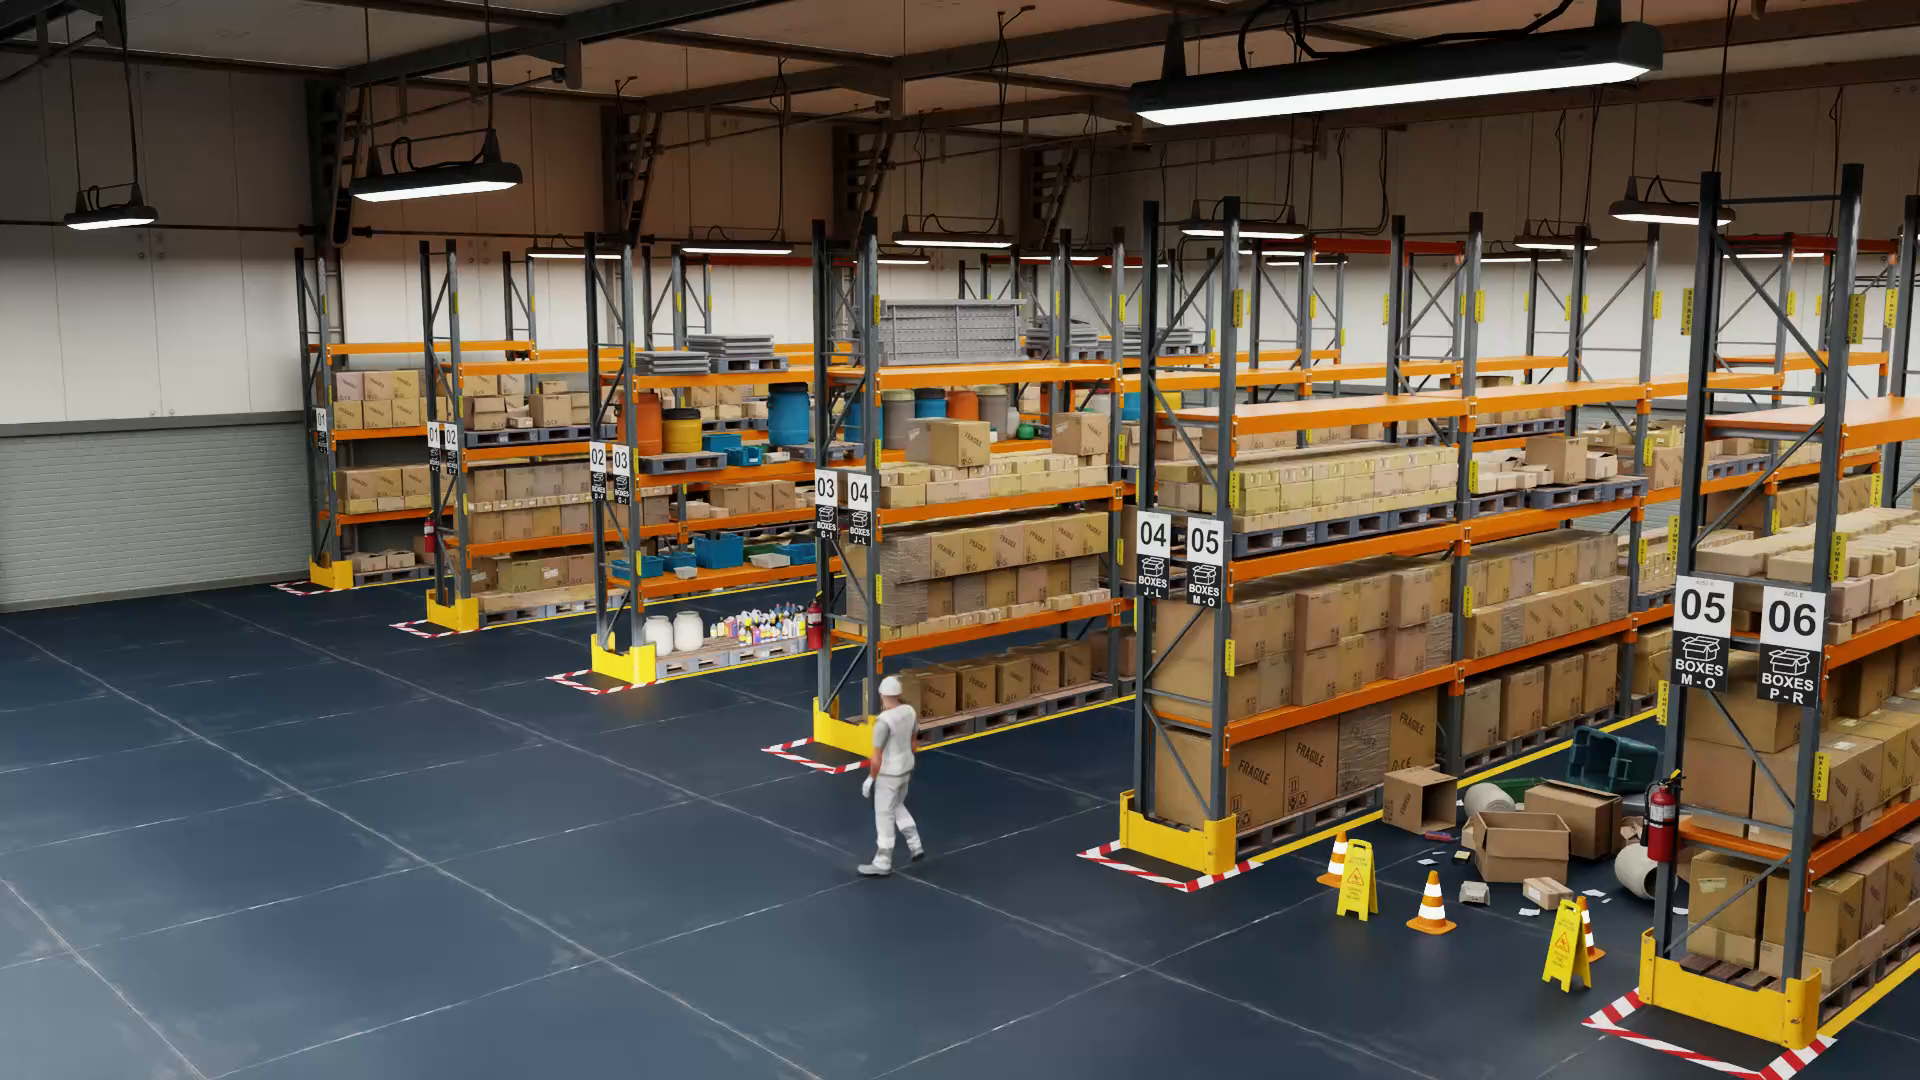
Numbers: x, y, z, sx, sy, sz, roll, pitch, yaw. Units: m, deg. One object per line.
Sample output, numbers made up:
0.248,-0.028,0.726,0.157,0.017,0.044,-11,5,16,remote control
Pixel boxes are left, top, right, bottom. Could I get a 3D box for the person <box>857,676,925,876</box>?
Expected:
-0.605,2.095,14.930,0.502,1.789,0.624,4,9,27,person
